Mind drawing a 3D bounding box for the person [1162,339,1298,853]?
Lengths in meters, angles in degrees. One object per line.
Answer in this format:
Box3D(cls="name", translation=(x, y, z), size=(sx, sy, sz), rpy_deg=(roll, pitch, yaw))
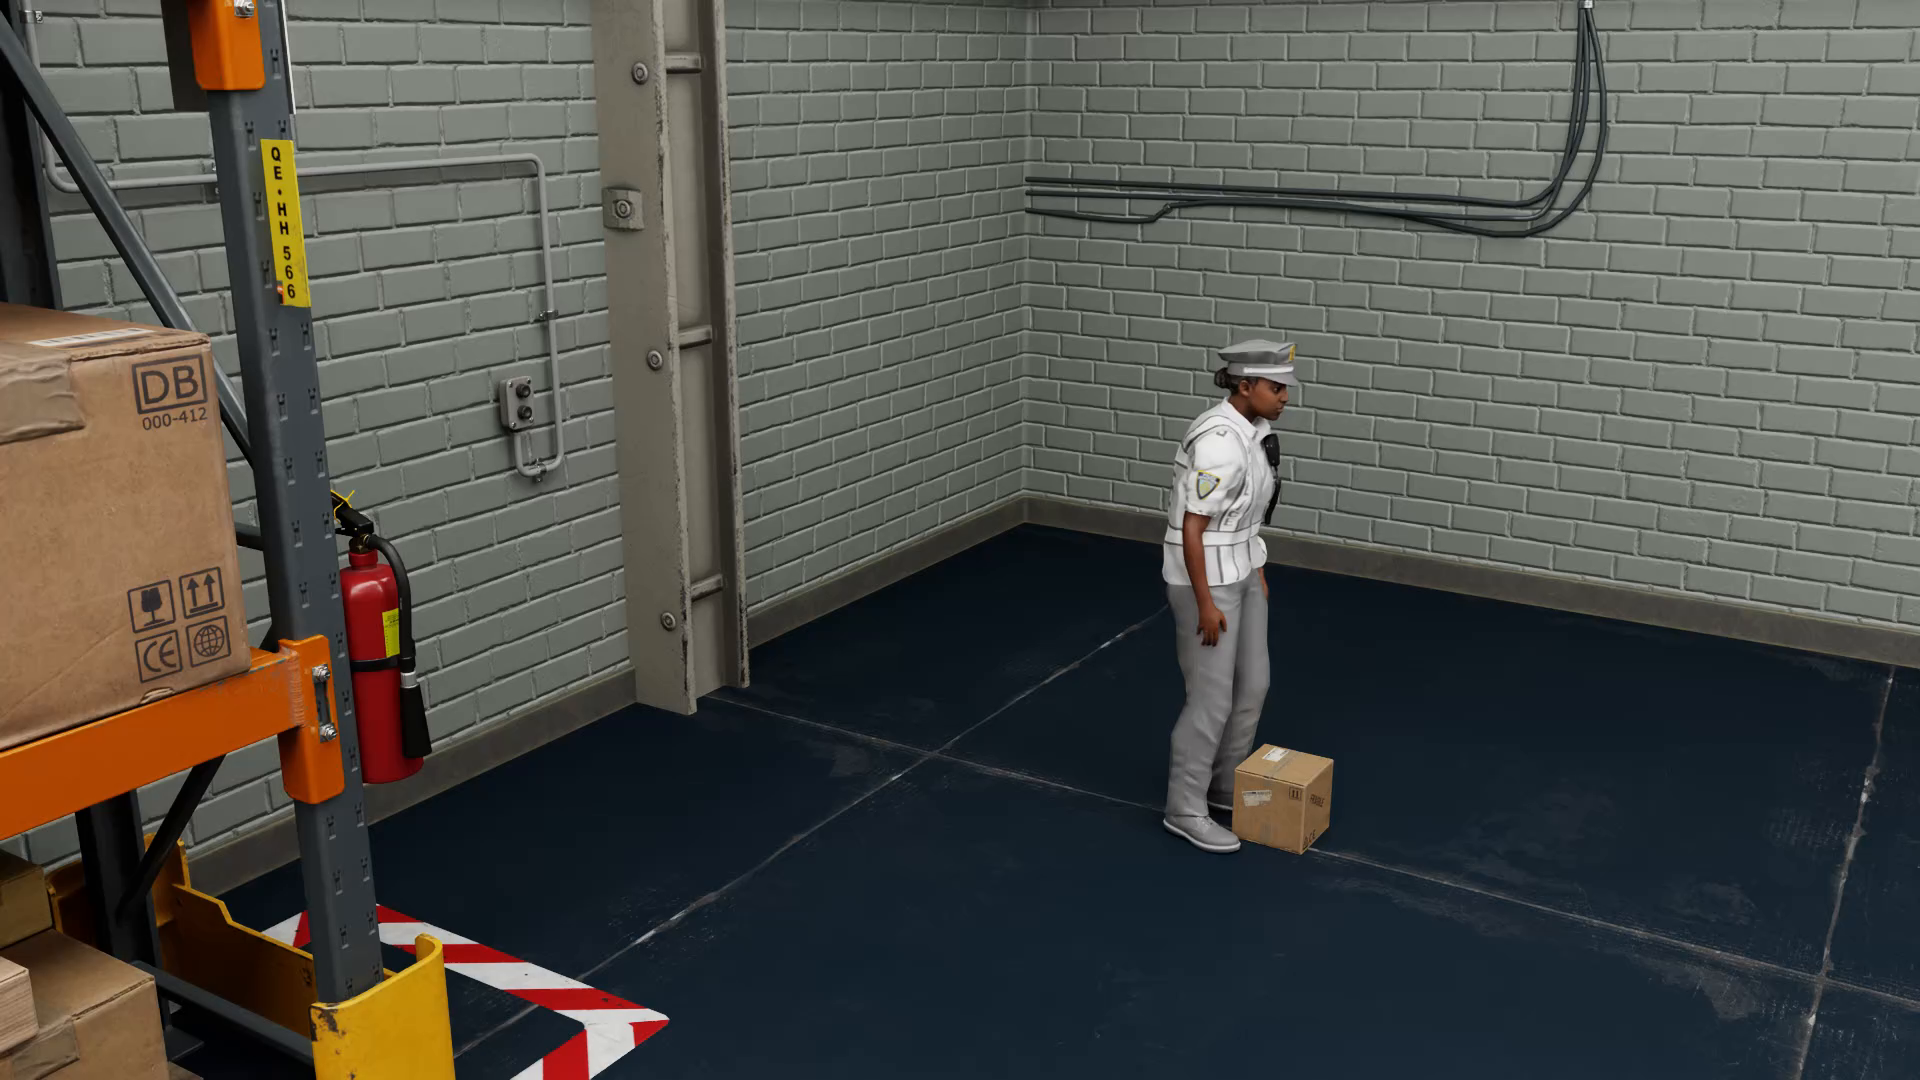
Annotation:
Box3D(cls="person", translation=(0.886, 0.162, 5.482), size=(0.415, 1.659, 0.508), rpy_deg=(10, 19, 30))
